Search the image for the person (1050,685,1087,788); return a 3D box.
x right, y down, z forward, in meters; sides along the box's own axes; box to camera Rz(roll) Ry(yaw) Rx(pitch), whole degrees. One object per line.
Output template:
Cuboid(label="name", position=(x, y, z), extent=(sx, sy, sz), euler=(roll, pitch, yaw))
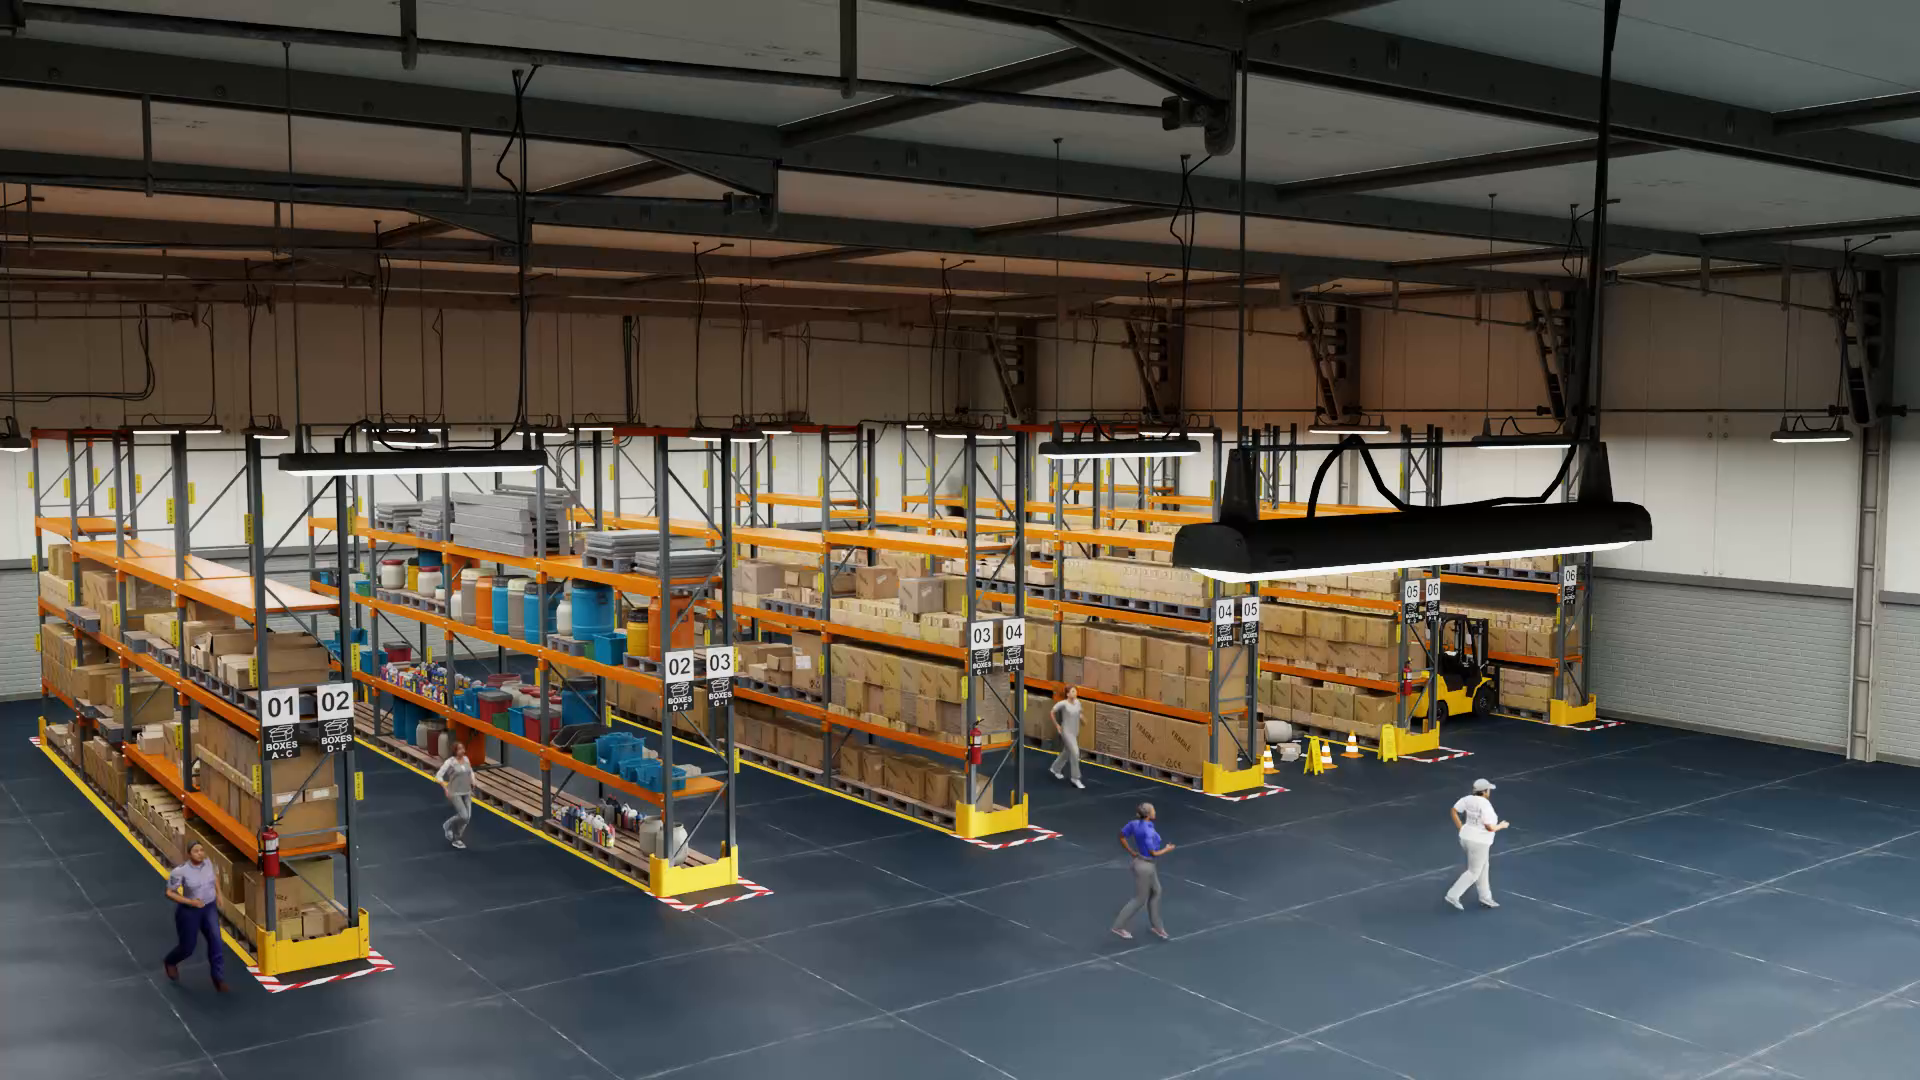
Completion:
Cuboid(label="person", position=(1.842, 3.285, 28.144), extent=(0.839, 1.703, 0.559), euler=(4, 6, 44))

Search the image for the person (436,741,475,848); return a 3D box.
Cuboid(label="person", position=(-7.204, 3.685, 23.947), extent=(0.537, 1.538, 0.514), euler=(3, 6, 38))

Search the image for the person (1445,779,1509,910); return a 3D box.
Cuboid(label="person", position=(6.483, 3.859, 20.980), extent=(0.866, 1.699, 0.572), euler=(-1, 5, -14))

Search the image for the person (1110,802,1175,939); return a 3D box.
Cuboid(label="person", position=(2.157, 3.956, 19.744), extent=(0.794, 1.716, 0.564), euler=(-1, 5, -12))

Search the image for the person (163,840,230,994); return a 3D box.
Cuboid(label="person", position=(-8.353, 4.099, 18.163), extent=(0.861, 1.678, 0.652), euler=(3, 5, 35))
